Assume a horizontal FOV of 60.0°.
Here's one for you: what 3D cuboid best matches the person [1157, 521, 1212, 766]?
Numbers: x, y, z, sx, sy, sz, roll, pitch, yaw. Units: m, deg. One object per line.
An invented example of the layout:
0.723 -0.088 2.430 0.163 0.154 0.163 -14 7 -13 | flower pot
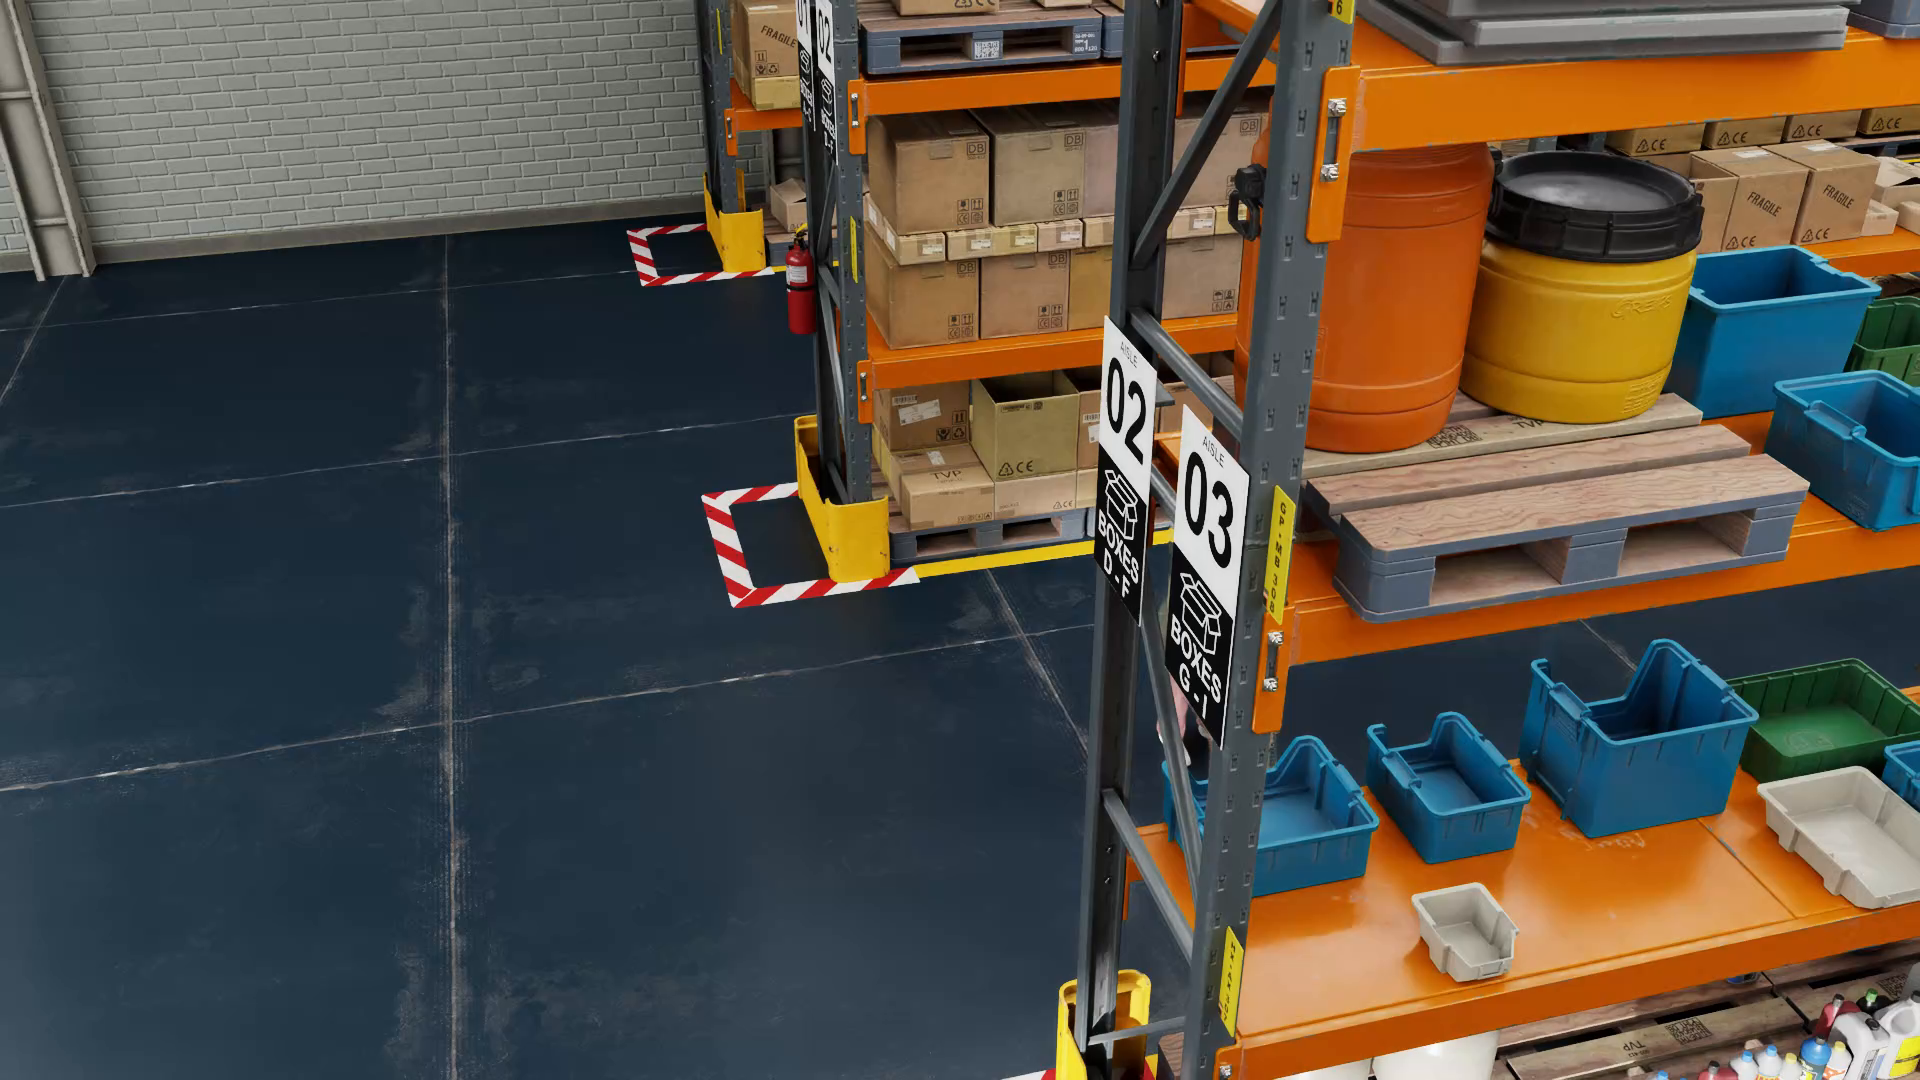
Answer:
1.171 0.313 7.704 0.423 1.653 0.553 -7 31 -12 | person
